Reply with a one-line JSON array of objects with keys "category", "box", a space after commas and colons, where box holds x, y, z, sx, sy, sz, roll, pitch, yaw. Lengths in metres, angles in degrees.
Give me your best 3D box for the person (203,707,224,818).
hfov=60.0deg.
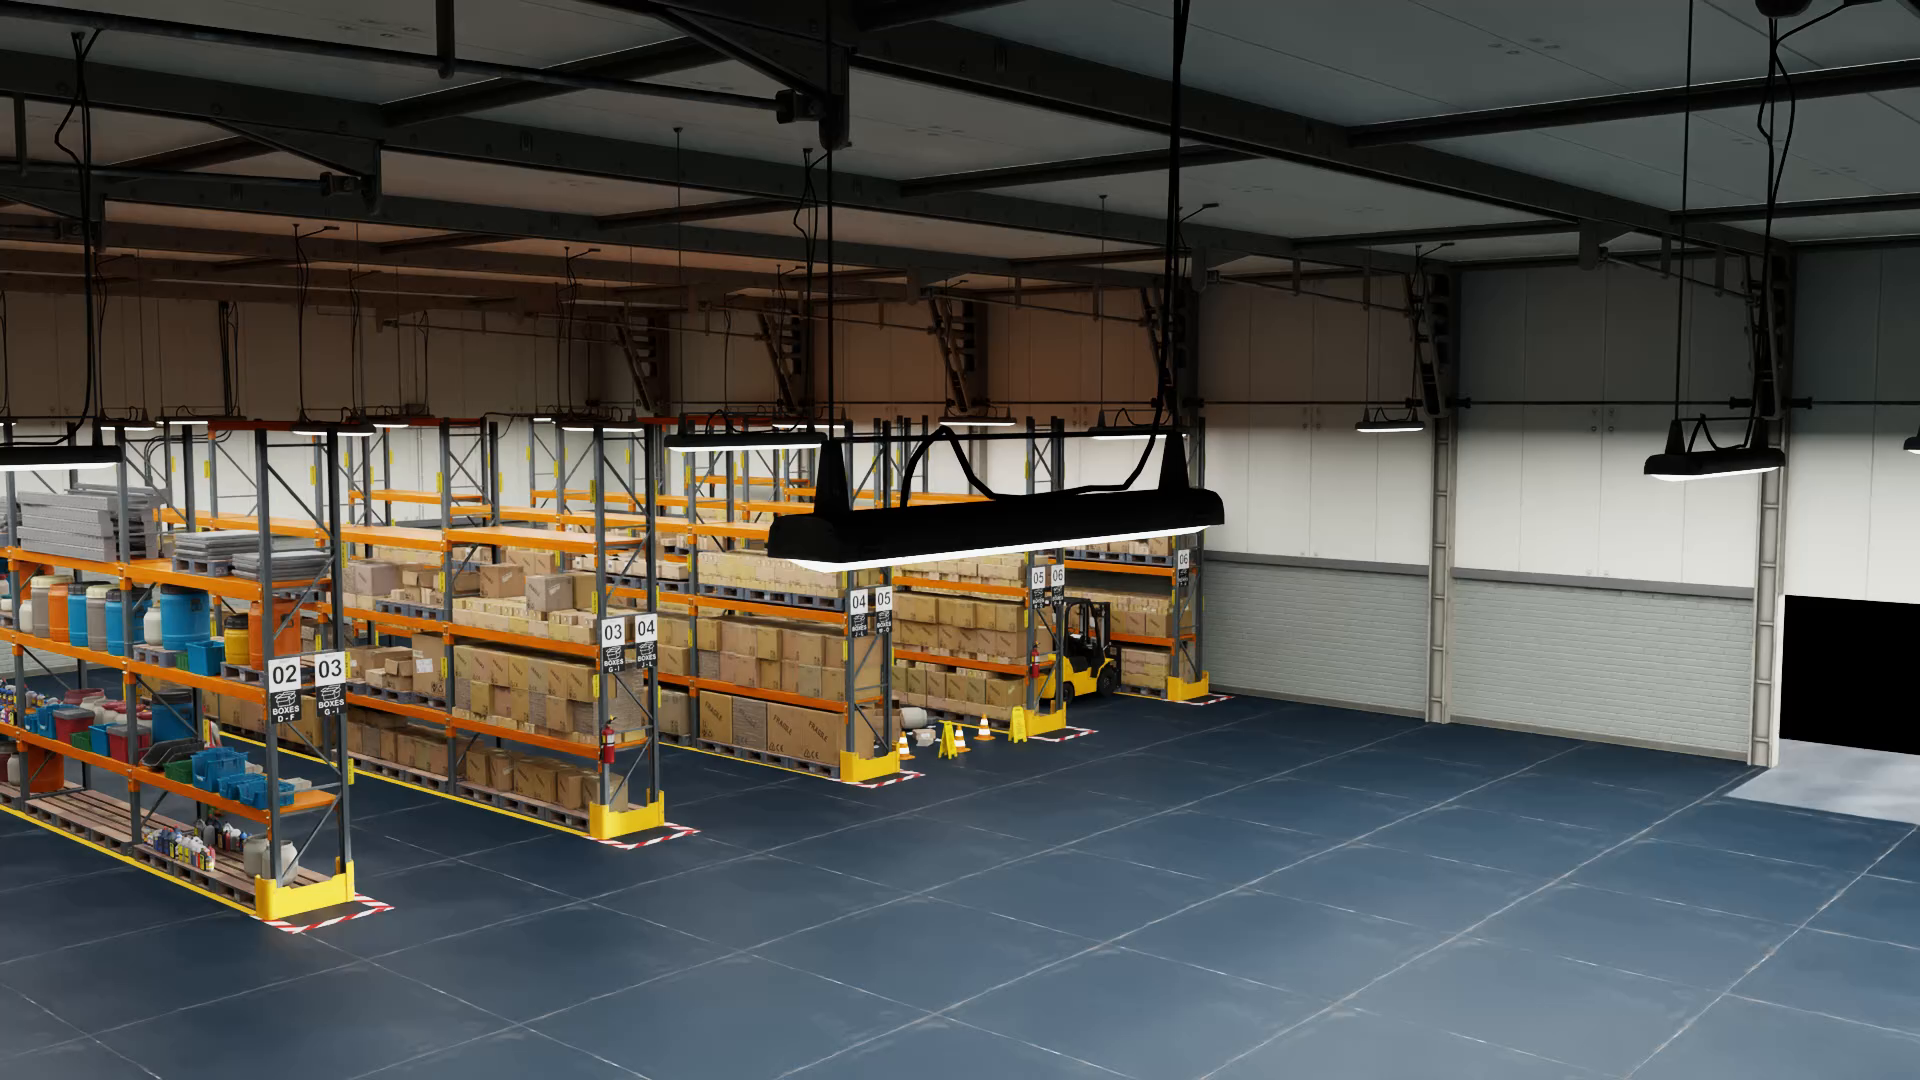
[{"category": "person", "box": [-11.420, 3.368, 25.144, 0.595, 1.821, 0.531, -4, 6, -43]}]
